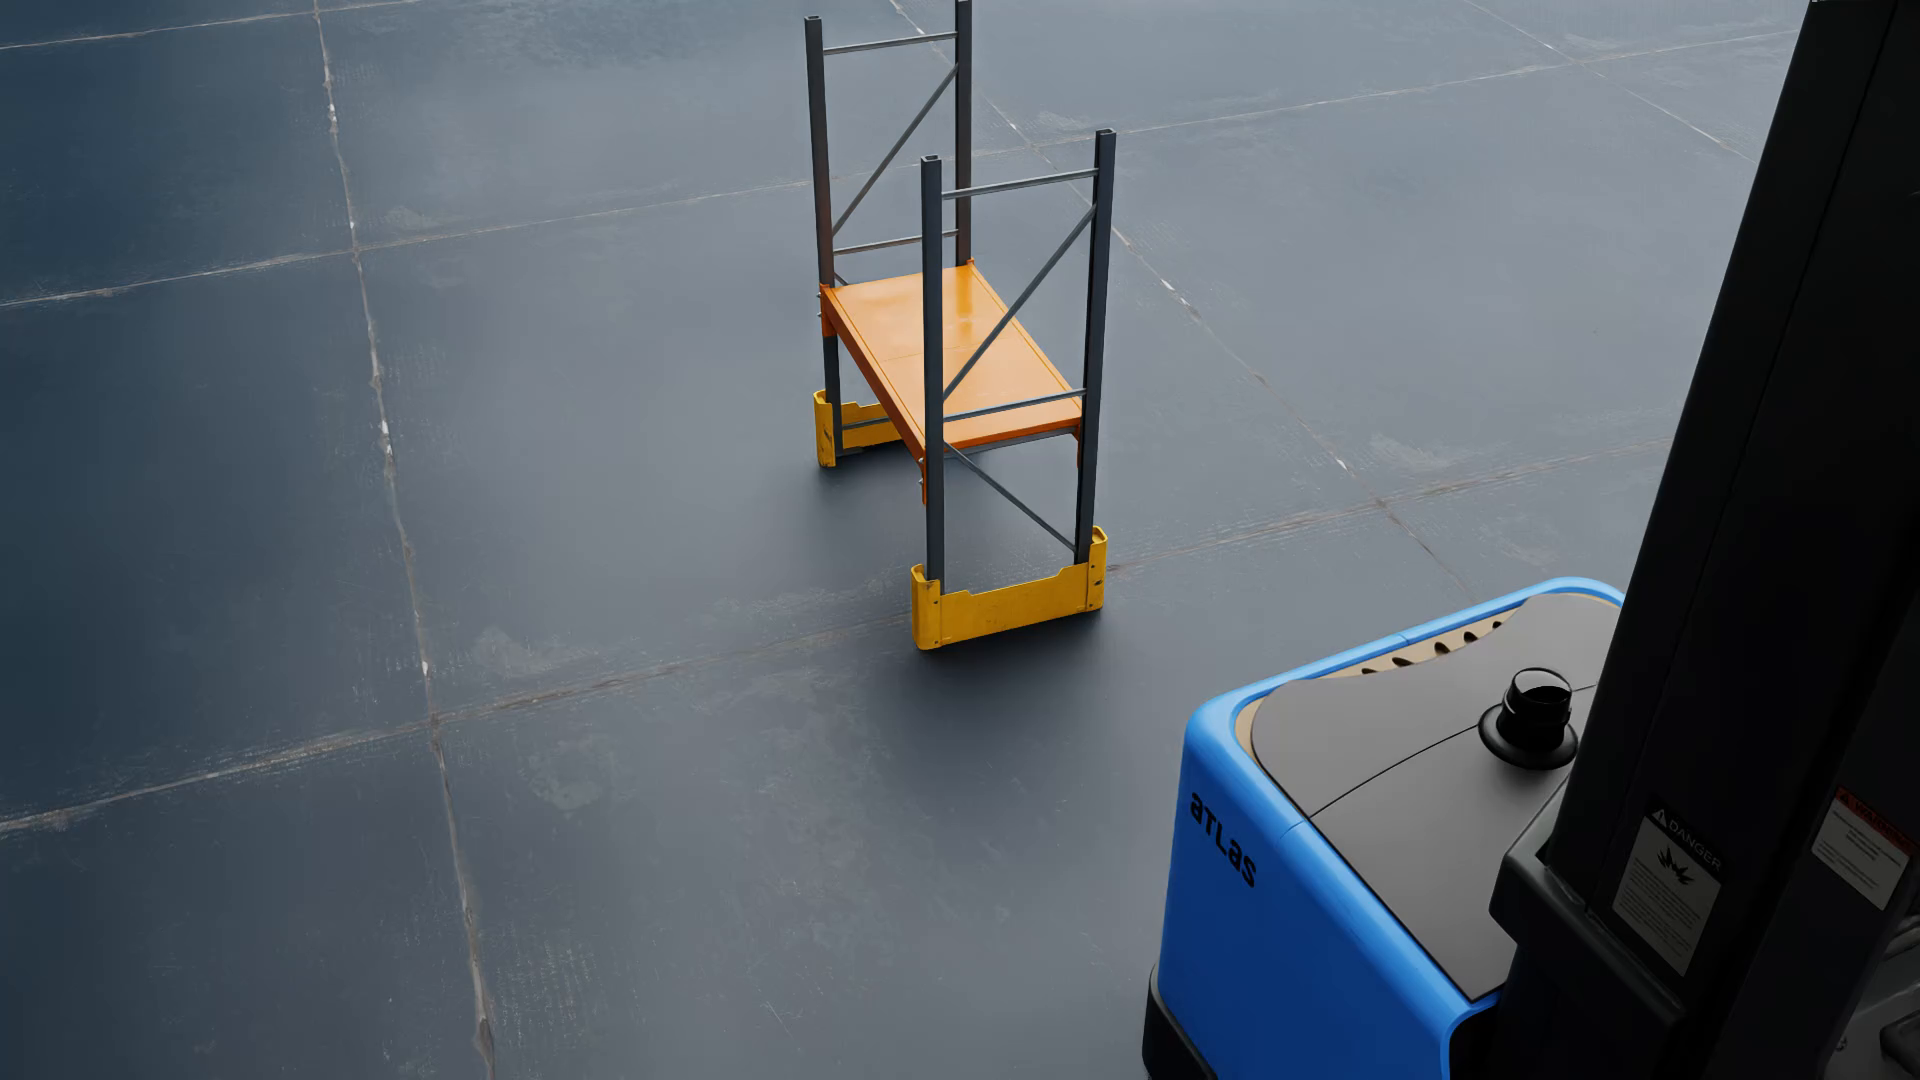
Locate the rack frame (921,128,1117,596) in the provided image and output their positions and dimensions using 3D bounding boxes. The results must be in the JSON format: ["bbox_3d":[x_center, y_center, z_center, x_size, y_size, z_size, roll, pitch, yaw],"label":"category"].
[{"bbox_3d":[0.146,-0.360,4.481,0.500,1.500,0.032,-12,39,-16],"label":"rack frame"}]

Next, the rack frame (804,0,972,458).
[{"bbox_3d":[-0.204,-0.934,5.244,0.500,1.500,0.032,-12,39,-16],"label":"rack frame"}]

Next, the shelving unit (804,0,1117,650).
[{"bbox_3d":[-0.026,-0.642,4.856,0.587,1.500,1.083,-12,39,-16],"label":"shelving unit"}]

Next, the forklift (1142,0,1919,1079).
[{"bbox_3d":[1.496,0.664,1.932,1.130,2.935,3.031,-16,40,-20],"label":"forklift"}]

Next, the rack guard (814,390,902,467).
[{"bbox_3d":[-0.198,-0.424,5.605,0.587,0.250,0.087,-12,39,-16],"label":"rack guard"}]

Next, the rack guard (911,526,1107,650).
[{"bbox_3d":[0.145,0.138,4.858,0.587,0.250,0.087,-12,39,-16],"label":"rack guard"}]

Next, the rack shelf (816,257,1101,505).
[{"bbox_3d":[-0.029,-0.504,4.971,0.538,0.185,1.000,-12,39,-16],"label":"rack shelf"}]
